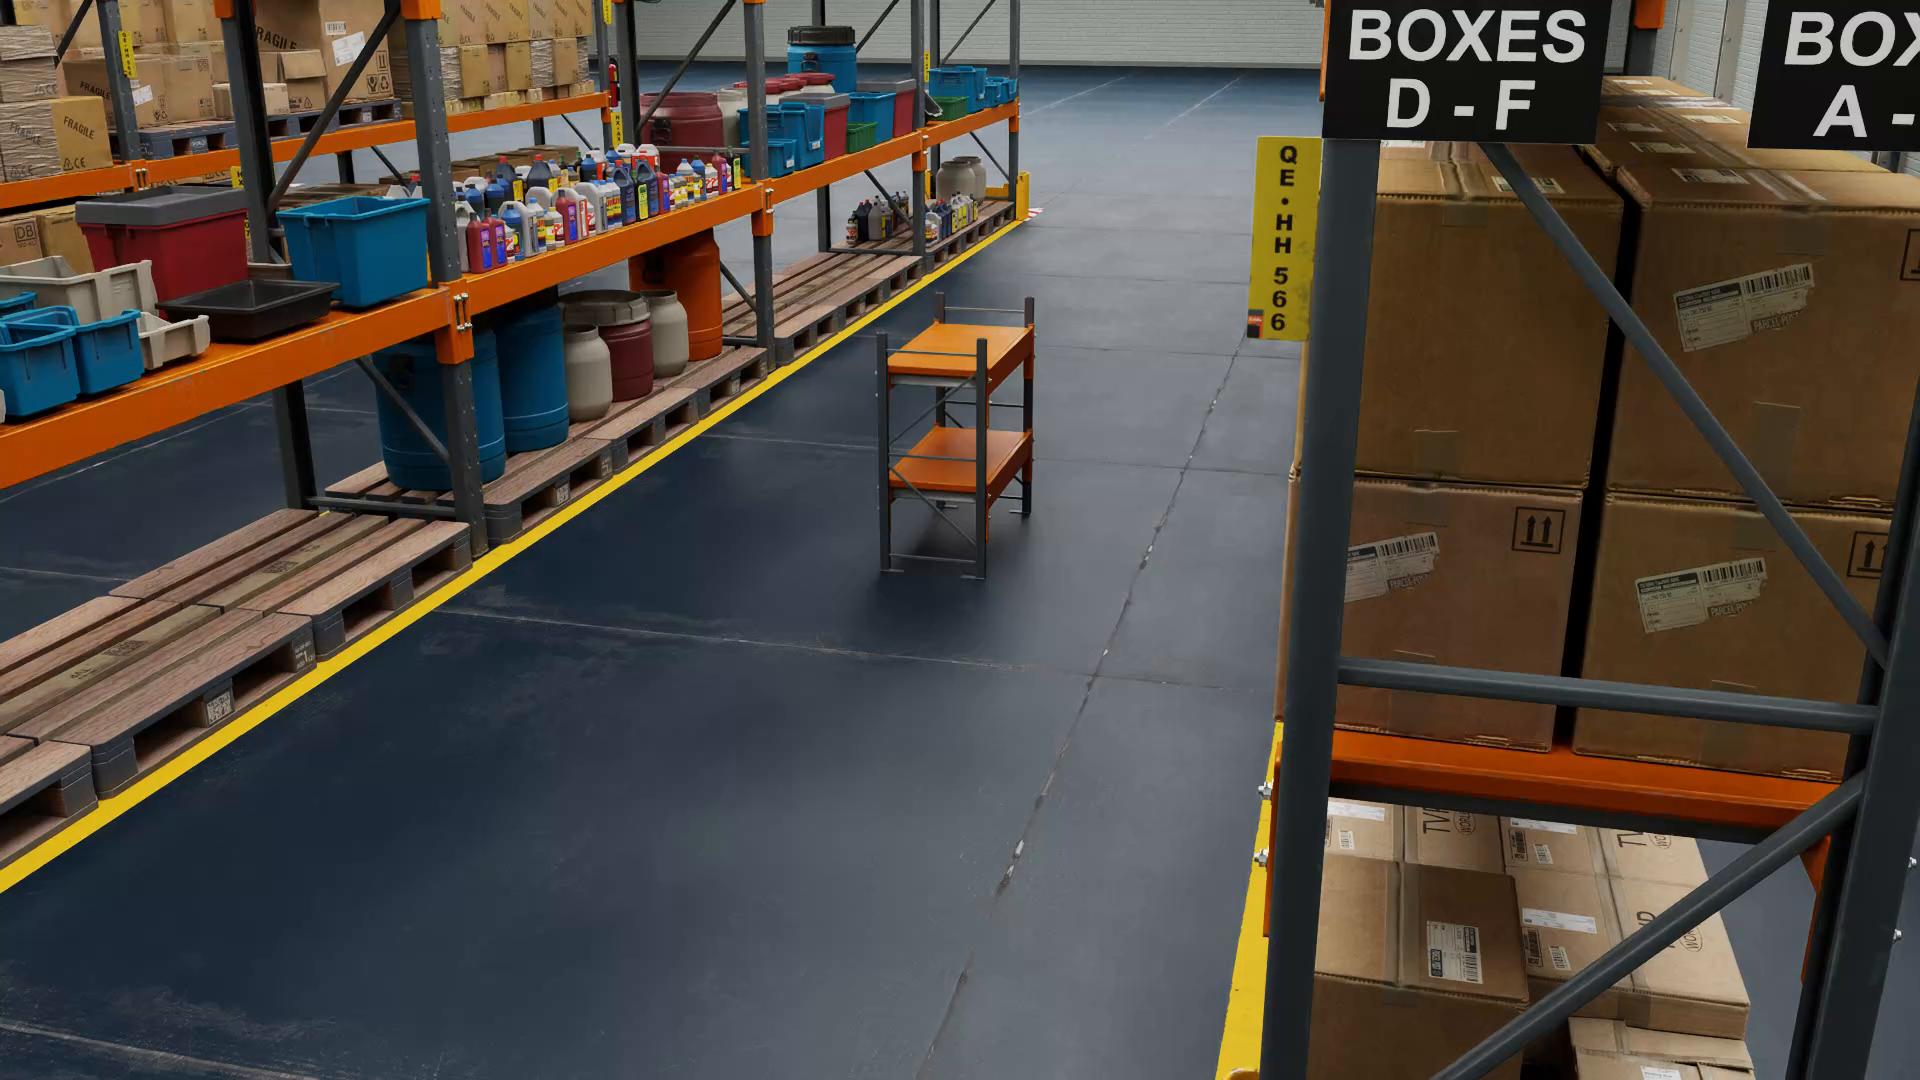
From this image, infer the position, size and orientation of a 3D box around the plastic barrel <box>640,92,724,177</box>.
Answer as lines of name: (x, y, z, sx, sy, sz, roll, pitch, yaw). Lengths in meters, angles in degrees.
plastic barrel: (-1.973, -2.869, 11.737, 0.600, 0.536, 0.708, 5, 19, 13)

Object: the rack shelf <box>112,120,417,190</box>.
rack shelf: (-6.107, -3.313, 14.360, 1.077, 0.370, 4.000, 5, 19, 13)

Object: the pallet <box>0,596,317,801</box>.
pallet: (-3.208, 0.555, 6.237, 1.003, 0.211, 1.213, 5, 19, 13)

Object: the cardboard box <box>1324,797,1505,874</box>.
cardboard box: (1.210, 0.872, 4.567, 0.500, 0.250, 0.500, 5, 19, 13)

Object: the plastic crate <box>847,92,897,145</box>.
plastic crate: (-0.783, -3.511, 13.852, 0.392, 0.384, 0.575, 5, 19, 13)

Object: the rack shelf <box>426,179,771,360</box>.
rack shelf: (-2.281, -1.668, 9.544, 1.077, 0.370, 4.000, 5, 19, 13)

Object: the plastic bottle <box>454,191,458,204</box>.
plastic bottle: (-2.678, -1.719, 8.656, 0.144, 0.351, 0.185, 5, 19, 13)

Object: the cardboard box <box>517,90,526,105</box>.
cardboard box: (-4.903, -4.758, 17.867, 0.380, 0.149, 0.250, 5, 19, 13)

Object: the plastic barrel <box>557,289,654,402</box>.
plastic barrel: (-2.171, -1.185, 10.096, 0.600, 0.588, 0.708, 5, 19, 13)

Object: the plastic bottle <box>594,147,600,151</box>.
plastic bottle: (-2.336, -2.371, 10.669, 0.061, 0.283, 0.133, 5, 19, 13)

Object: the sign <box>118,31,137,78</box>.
sign: (-6.056, -3.532, 12.096, 0.100, 0.325, 0.005, 5, 19, 13)

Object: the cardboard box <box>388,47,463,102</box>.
cardboard box: (-5.448, -4.605, 16.413, 0.875, 0.500, 0.500, 5, 19, 13)

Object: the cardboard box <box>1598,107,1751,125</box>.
cardboard box: (1.790, -0.855, 4.348, 0.500, 0.500, 0.500, 4, 19, 13)

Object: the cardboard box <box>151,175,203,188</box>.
cardboard box: (-9.740, -4.657, 19.819, 0.875, 0.875, 0.875, 4, 19, 13)

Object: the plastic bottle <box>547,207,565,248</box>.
plastic bottle: (-2.095, -1.613, 8.576, 0.097, 0.201, 0.097, 0, 19, 0)

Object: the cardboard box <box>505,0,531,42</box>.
cardboard box: (-4.907, -5.534, 17.587, 0.500, 0.500, 0.500, 5, 19, 13)

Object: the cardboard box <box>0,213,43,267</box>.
cardboard box: (-7.009, -1.727, 11.239, 1.225, 0.875, 0.875, 5, 19, 14)

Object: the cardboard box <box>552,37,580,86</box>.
cardboard box: (-4.808, -5.386, 18.700, 0.875, 0.500, 0.500, 5, 19, 13)

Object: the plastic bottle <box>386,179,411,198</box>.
plastic bottle: (-2.863, -1.672, 8.520, 0.144, 0.351, 0.185, 5, 19, 13)

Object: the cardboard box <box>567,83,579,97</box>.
cardboard box: (-4.583, -5.149, 19.010, 0.380, 0.149, 0.250, 5, 19, 13)

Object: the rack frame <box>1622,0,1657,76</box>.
rack frame: (2.033, -0.990, 6.444, 1.000, 3.000, 0.127, 5, 19, 13)

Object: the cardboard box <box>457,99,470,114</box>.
cardboard box: (-5.166, -4.363, 16.710, 0.380, 0.149, 0.250, 5, 19, 13)

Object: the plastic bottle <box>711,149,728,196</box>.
plastic bottle: (-1.534, -2.348, 10.600, 0.061, 0.283, 0.133, 5, 19, 13)

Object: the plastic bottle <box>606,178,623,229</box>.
plastic bottle: (-1.926, -1.864, 9.202, 0.097, 0.271, 0.097, 0, 19, 0)

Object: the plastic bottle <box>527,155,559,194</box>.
plastic bottle: (-2.413, -2.048, 9.619, 0.144, 0.351, 0.185, 5, 19, 13)

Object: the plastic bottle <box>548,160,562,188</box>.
plastic bottle: (-2.469, -2.171, 10.103, 0.097, 0.271, 0.097, 0, 19, 0)

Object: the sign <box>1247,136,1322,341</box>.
sign: (0.522, -0.483, 2.682, 0.100, 0.325, 0.005, 5, 19, 13)

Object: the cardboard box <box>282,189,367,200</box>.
cardboard box: (-5.924, -2.967, 15.420, 0.700, 0.500, 0.500, 5, 19, 13)

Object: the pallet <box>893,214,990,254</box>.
pallet: (-0.315, -3.161, 17.114, 1.003, 0.211, 1.213, 5, 19, 13)

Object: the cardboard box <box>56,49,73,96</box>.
cardboard box: (-10.212, -5.066, 18.146, 0.875, 0.550, 0.550, 5, 19, 13)

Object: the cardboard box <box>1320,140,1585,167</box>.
cardboard box: (1.020, -0.576, 3.531, 0.500, 0.500, 0.500, 5, 20, 15)

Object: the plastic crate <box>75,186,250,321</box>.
plastic crate: (-3.231, -1.181, 6.811, 0.402, 0.464, 0.583, 5, 19, 13)

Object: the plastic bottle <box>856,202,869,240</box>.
plastic bottle: (-0.937, -3.069, 15.948, 0.144, 0.351, 0.185, 4, 19, 12)

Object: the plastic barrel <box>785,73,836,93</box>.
plastic barrel: (-1.262, -3.671, 14.085, 0.433, 0.535, 0.433, 0, 19, 0)

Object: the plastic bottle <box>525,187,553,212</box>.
plastic bottle: (-2.209, -1.740, 8.834, 0.152, 0.276, 0.135, 5, 19, 13)

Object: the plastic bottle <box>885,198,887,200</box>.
plastic bottle: (-0.741, -3.314, 16.790, 0.097, 0.271, 0.097, 0, 19, 0)

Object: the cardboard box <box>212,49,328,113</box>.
cardboard box: (-5.952, -3.977, 14.382, 0.797, 0.503, 0.637, 7, 20, 19)

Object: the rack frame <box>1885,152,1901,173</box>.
rack frame: (9.769, -4.361, 16.314, 1.000, 3.000, 0.127, 5, 19, 13)

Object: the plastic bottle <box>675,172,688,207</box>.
plastic bottle: (-1.699, -2.122, 10.065, 0.097, 0.201, 0.097, 0, 19, 0)

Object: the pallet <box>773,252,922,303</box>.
pallet: (-0.969, -2.321, 14.655, 1.003, 0.211, 1.213, 5, 19, 13)

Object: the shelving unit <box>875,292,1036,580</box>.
shelving unit: (-0.002, -0.530, 8.000, 0.538, 1.125, 1.048, 5, 19, 13)

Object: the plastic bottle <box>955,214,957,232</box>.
plastic bottle: (-0.078, -3.140, 16.387, 0.097, 0.201, 0.097, 0, 19, 0)

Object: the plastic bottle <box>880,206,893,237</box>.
plastic bottle: (-0.741, -3.090, 16.125, 0.152, 0.276, 0.135, 5, 19, 13)

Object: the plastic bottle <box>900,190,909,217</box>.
plastic bottle: (-0.583, -3.516, 17.383, 0.097, 0.271, 0.097, 0, 19, 0)

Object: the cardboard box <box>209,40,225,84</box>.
cardboard box: (-9.472, -5.909, 20.614, 0.875, 0.550, 0.550, 5, 19, 13)

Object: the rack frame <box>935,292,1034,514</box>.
rack frame: (0.123, -0.690, 8.466, 0.500, 1.125, 0.032, 5, 19, 13)

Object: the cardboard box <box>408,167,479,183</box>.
cardboard box: (-5.349, -3.599, 17.300, 0.500, 0.500, 0.500, 12, 22, 31)

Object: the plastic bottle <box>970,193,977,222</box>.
plastic bottle: (0.128, -3.418, 17.074, 0.061, 0.283, 0.133, 5, 20, 15)

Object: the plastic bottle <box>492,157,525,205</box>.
plastic bottle: (-2.593, -2.018, 9.531, 0.144, 0.351, 0.185, 5, 19, 13)

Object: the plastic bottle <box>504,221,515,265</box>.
plastic bottle: (-2.223, -1.449, 8.095, 0.097, 0.201, 0.097, 0, 19, 0)

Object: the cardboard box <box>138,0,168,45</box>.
cardboard box: (-9.867, -6.082, 19.450, 0.875, 0.550, 0.550, 5, 19, 13)

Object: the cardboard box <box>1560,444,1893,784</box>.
cardboard box: (1.419, 0.099, 3.103, 0.500, 0.500, 0.500, 5, 20, 15)

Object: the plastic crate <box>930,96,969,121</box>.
plastic crate: (-0.210, -4.192, 16.148, 0.450, 0.188, 0.662, 5, 19, 13)

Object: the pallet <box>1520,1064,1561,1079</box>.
pallet: (1.268, 1.310, 4.026, 1.003, 0.211, 1.213, 5, 19, 13)

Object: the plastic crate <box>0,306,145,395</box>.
plastic crate: (-2.973, -0.635, 5.574, 0.416, 0.233, 0.300, 5, 19, 13)

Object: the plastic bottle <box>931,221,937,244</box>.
plastic bottle: (-0.263, -2.902, 15.693, 0.097, 0.201, 0.097, 0, 19, 0)

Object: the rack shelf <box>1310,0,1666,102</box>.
rack shelf: (1.544, -1.442, 4.240, 1.077, 0.370, 4.000, 5, 19, 13)
